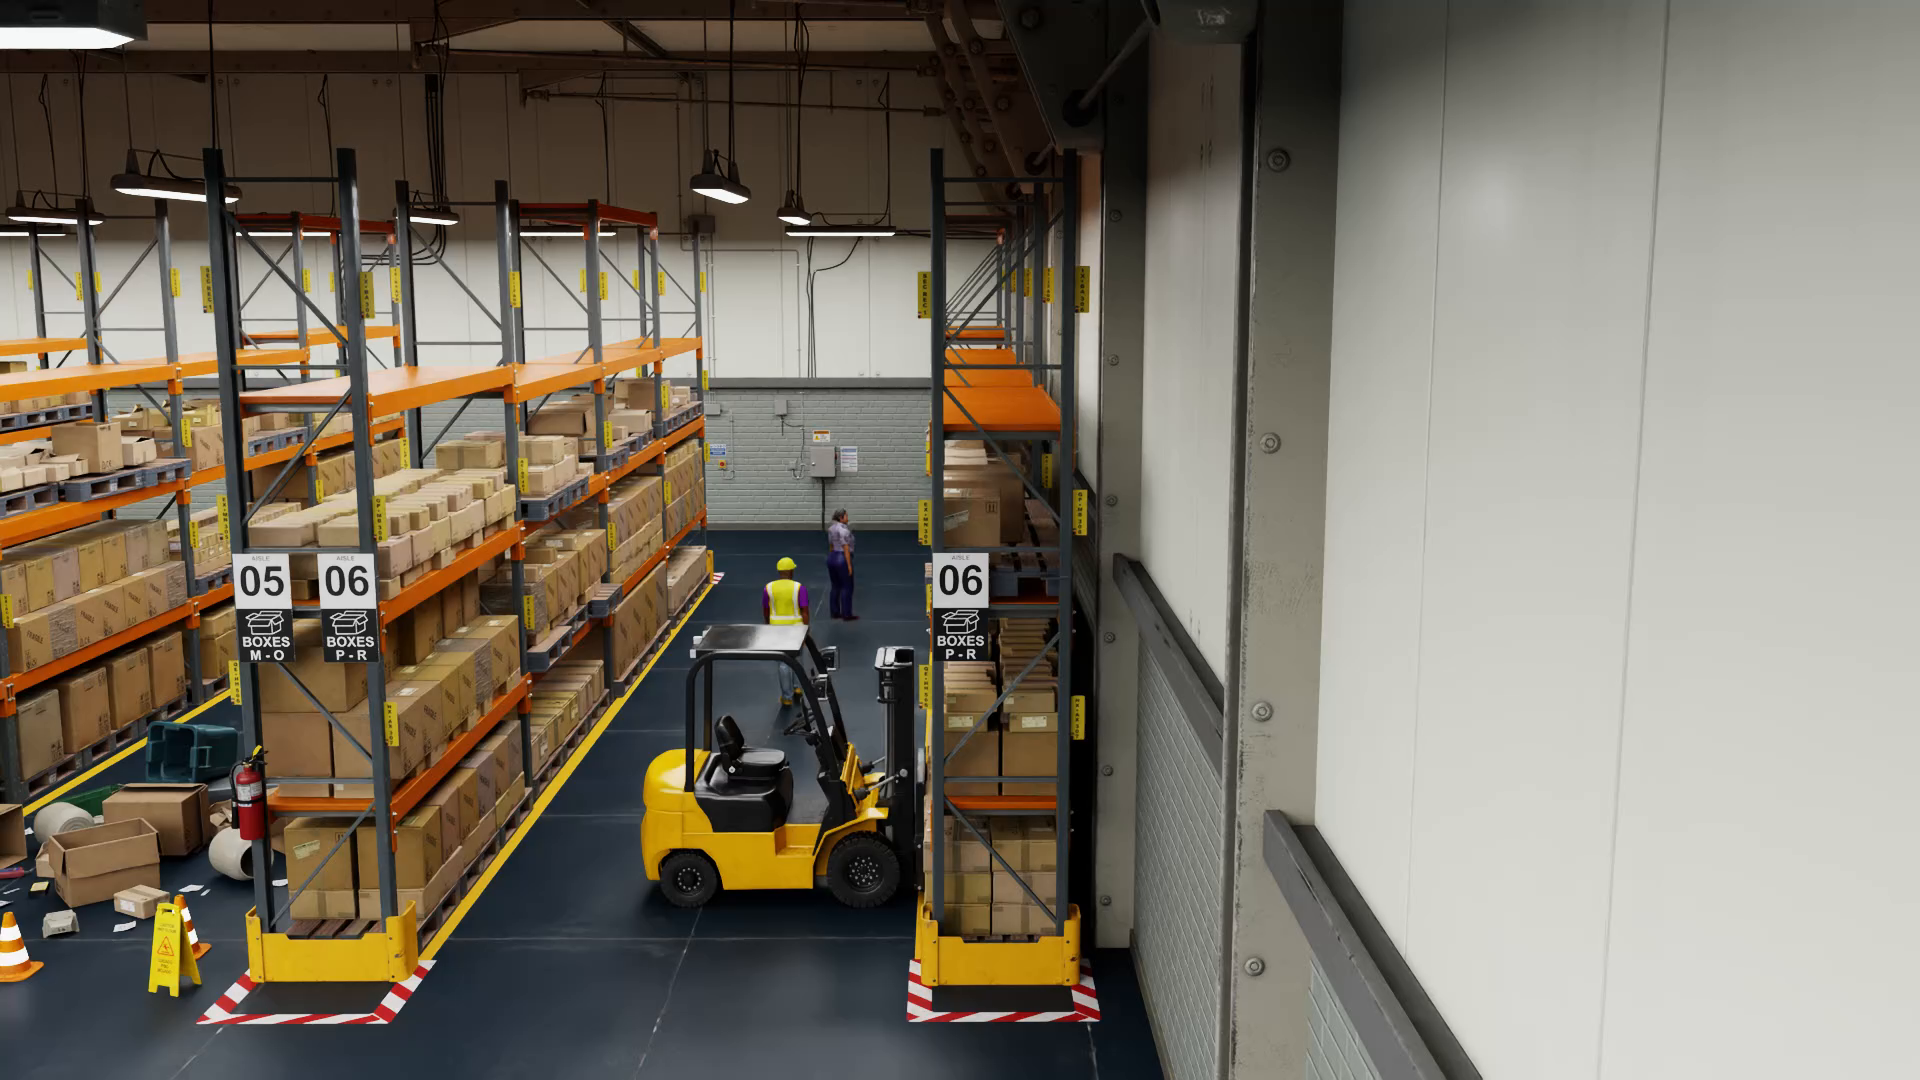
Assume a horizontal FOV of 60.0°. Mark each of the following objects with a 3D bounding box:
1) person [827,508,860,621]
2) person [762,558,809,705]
[{"bbox_3d":[-1.709,0.364,24.254,0.402,1.634,0.533,-6,11,-34],"label":"person"},{"bbox_3d":[-2.104,1.106,20.037,0.533,1.804,0.621,-2,9,-13],"label":"person"}]
